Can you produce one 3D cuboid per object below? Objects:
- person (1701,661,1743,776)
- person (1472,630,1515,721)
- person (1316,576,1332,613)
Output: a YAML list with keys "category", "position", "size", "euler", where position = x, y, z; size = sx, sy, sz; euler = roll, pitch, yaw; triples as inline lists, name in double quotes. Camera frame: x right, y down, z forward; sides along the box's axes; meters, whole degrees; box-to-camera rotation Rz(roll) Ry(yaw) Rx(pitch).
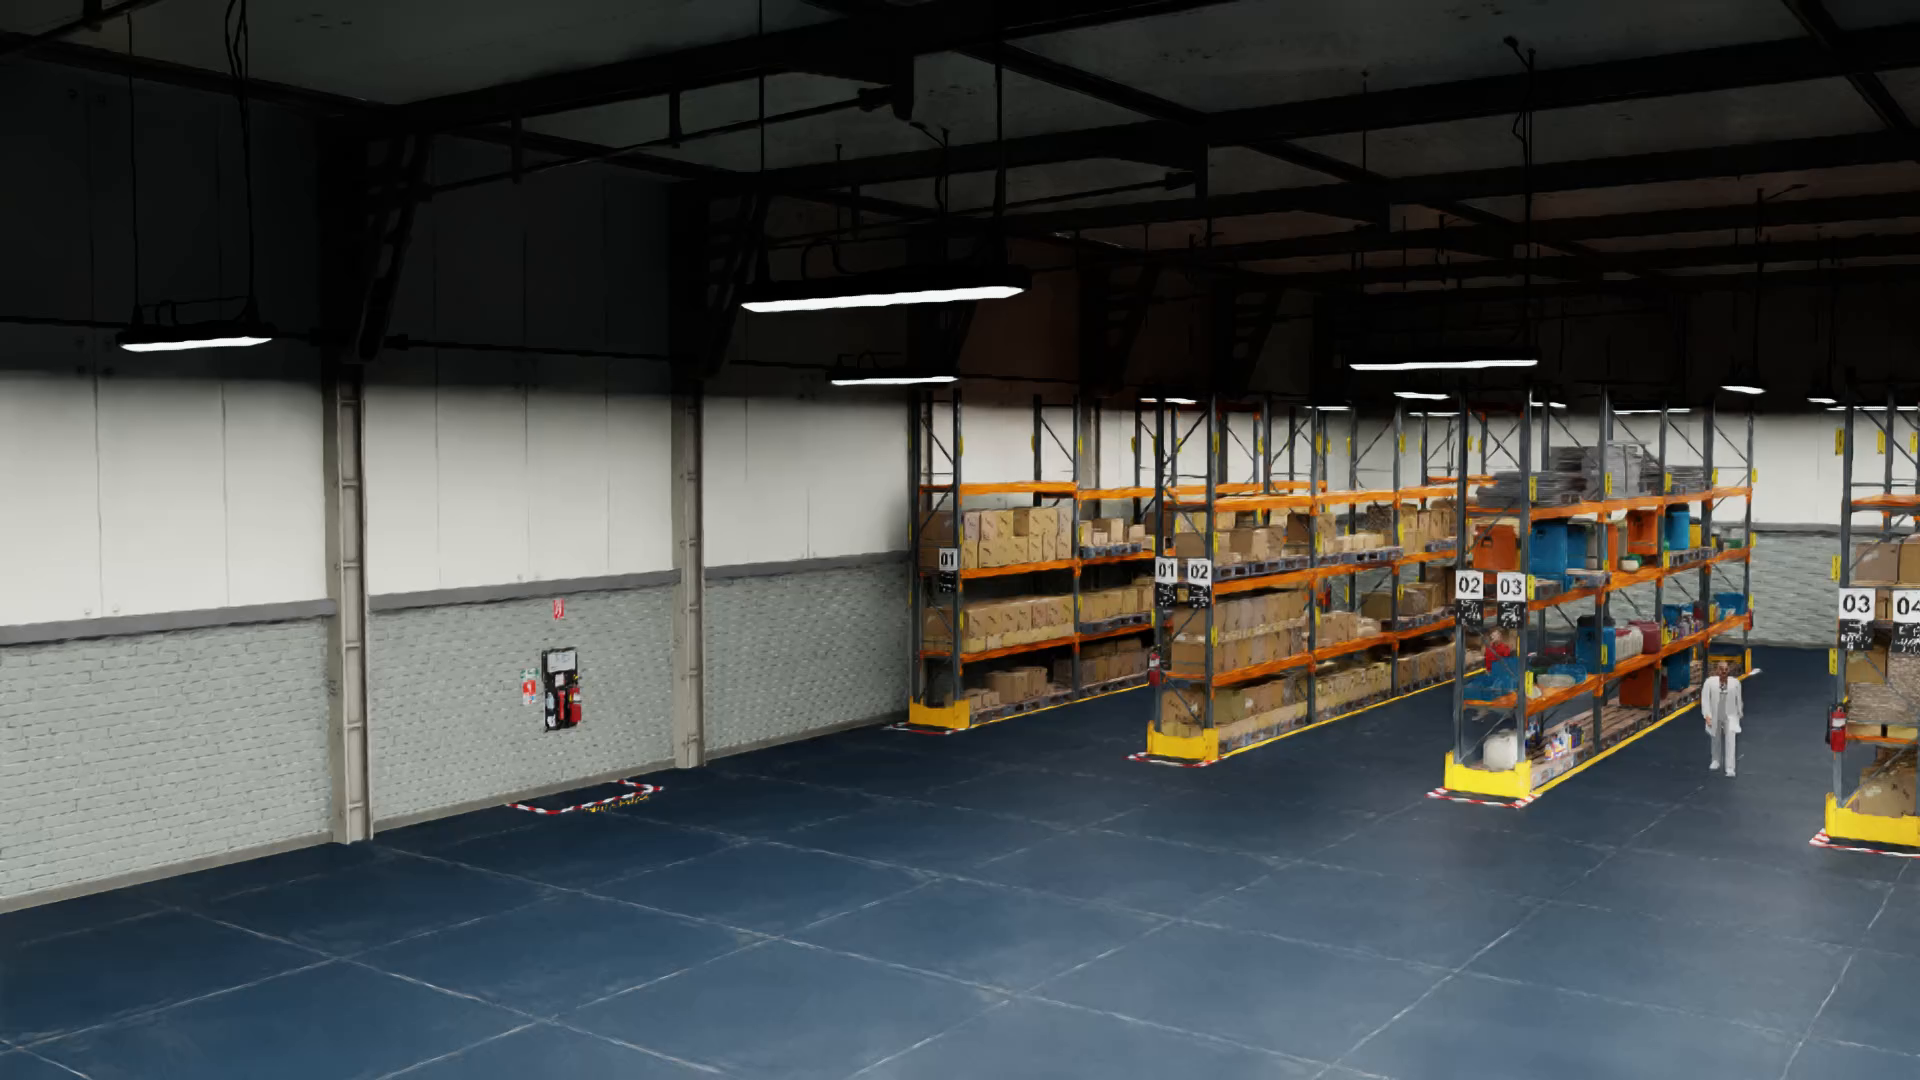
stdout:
- category: "person"
  position: [11.575, 2.694, 25.285]
  size: [0.580, 1.698, 1.098]
  euler: [2, 4, 27]
- category: "person"
  position: [9.683, 2.446, 30.012]
  size: [0.532, 1.659, 1.023]
  euler: [3, 5, 44]
- category: "person"
  position: [9.519, 1.685, 43.561]
  size: [0.621, 1.656, 0.475]
  euler: [-1, 4, -22]
